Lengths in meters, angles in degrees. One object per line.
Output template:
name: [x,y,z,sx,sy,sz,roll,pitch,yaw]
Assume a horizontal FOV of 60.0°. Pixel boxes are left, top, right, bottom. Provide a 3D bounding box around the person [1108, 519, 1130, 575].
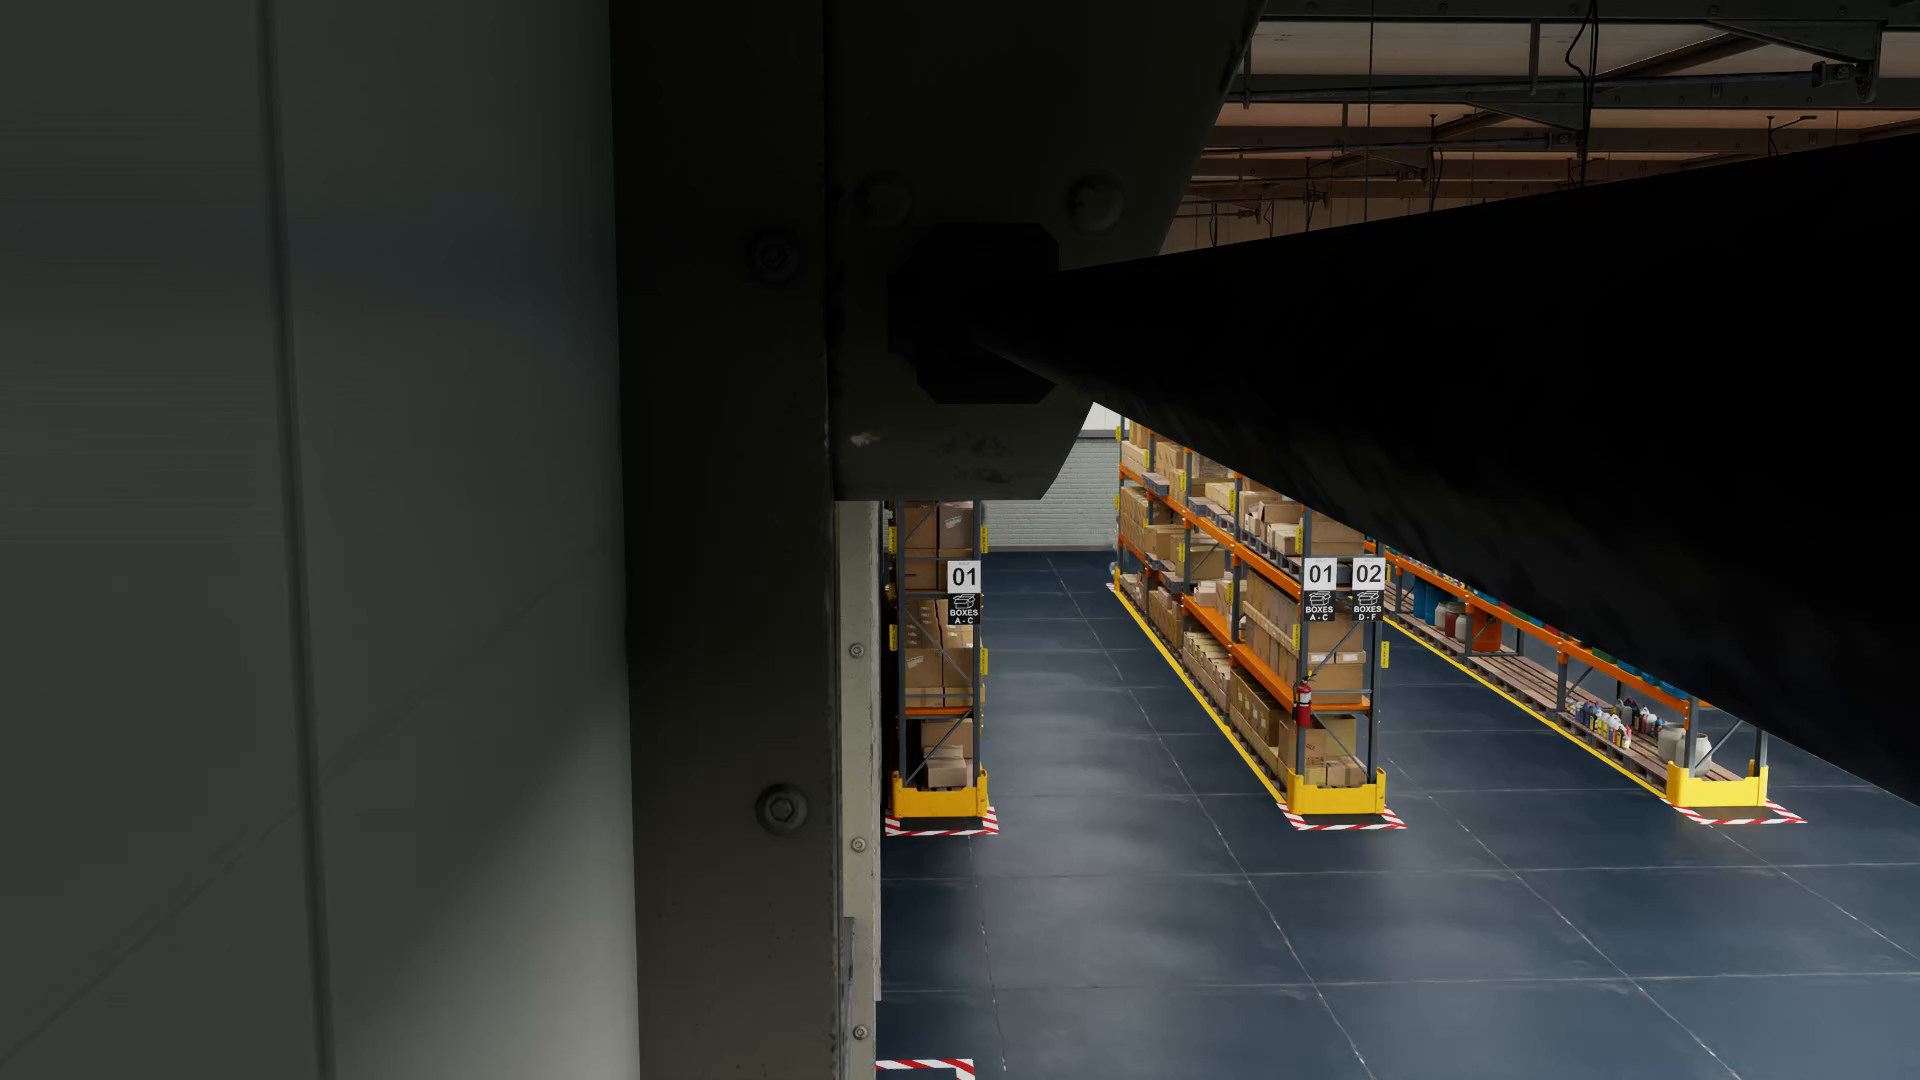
person: [3.631,0.156,37.684,0.586,1.524,0.579,3,9,19]
